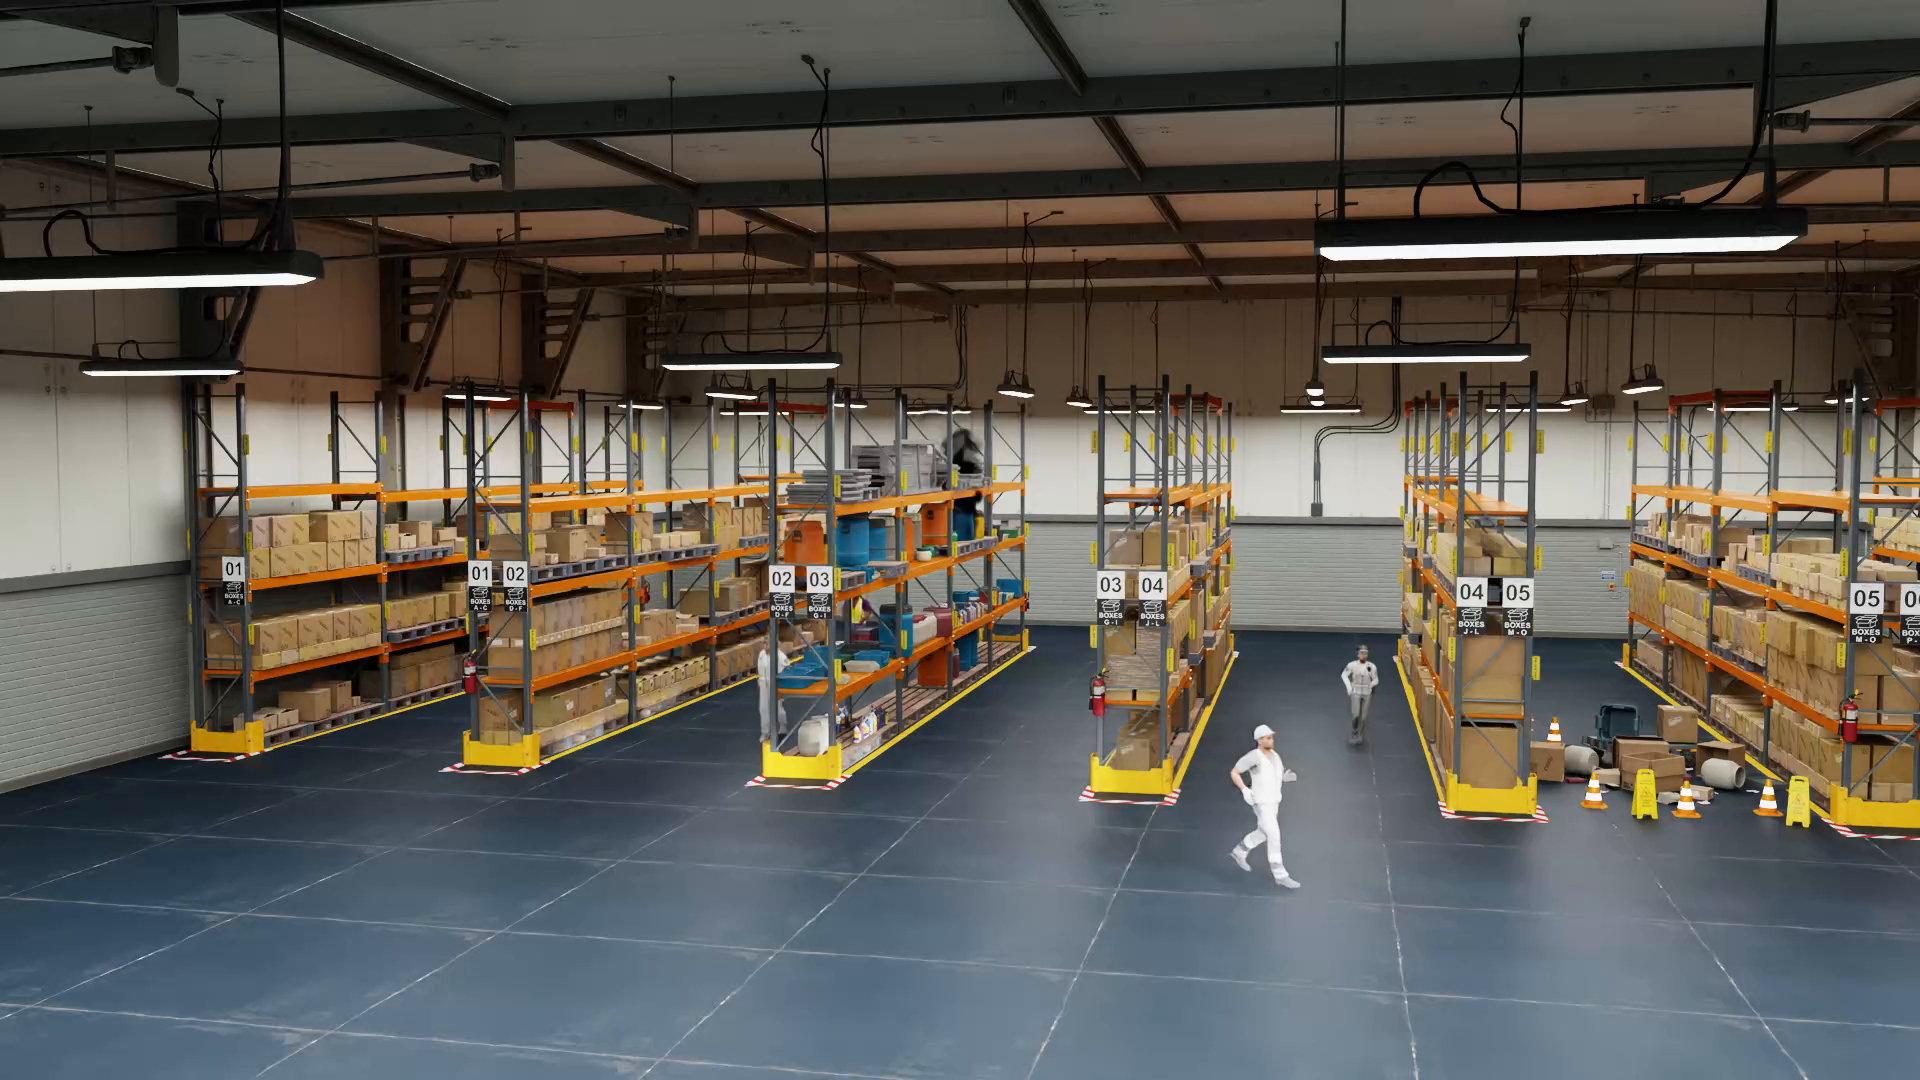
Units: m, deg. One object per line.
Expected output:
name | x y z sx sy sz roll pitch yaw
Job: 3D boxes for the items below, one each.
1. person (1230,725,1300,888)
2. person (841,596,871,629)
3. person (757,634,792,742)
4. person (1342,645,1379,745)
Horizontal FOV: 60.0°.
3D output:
person | 3.470 2.993 18.933 1.002 1.773 0.652 3 4 43
person | -2.411 1.937 38.402 0.712 1.742 0.732 1 3 9
person | -3.164 2.511 28.303 0.675 1.845 0.755 1 3 20
person | 6.669 2.581 27.657 0.588 1.681 0.648 0 3 6
